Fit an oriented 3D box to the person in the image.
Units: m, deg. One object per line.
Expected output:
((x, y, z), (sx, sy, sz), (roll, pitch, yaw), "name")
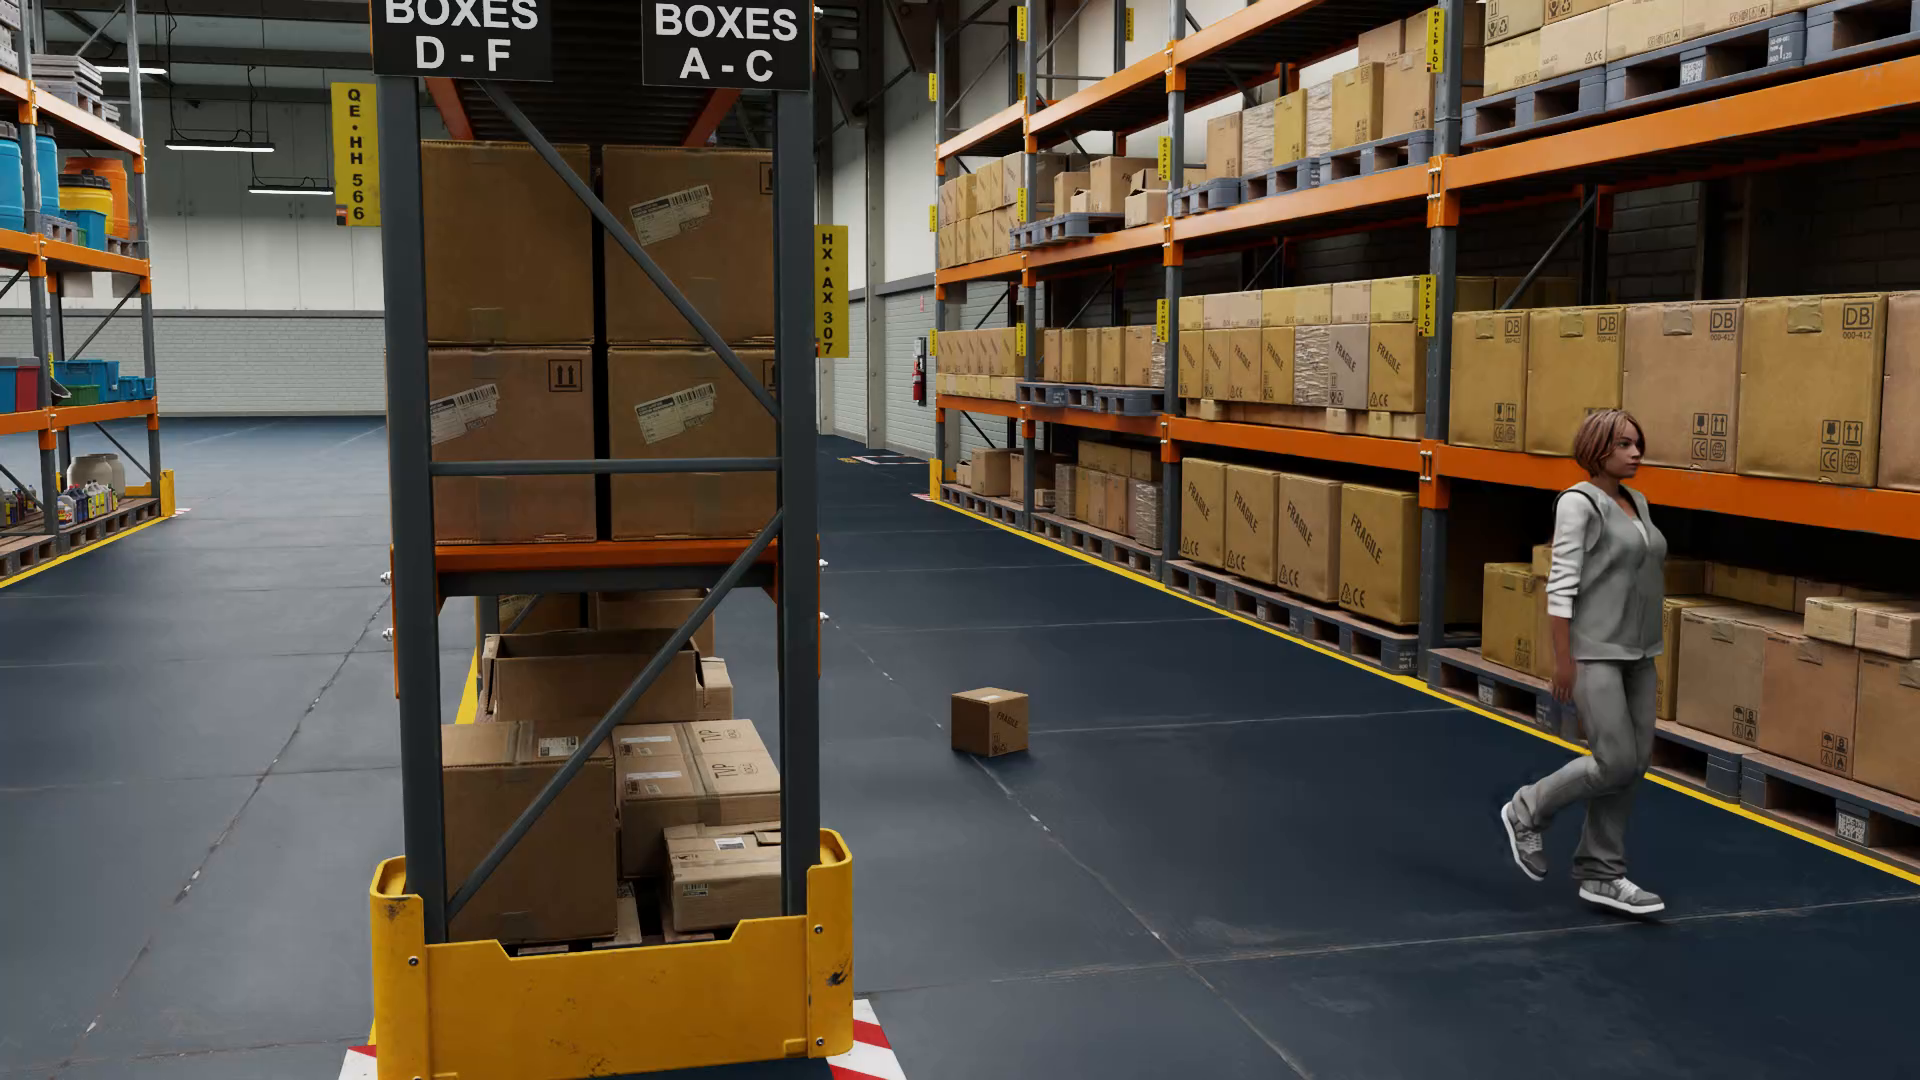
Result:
((2.015, 0.376, 5.291), (0.418, 1.585, 0.501), (-4, 8, -35), "person")
